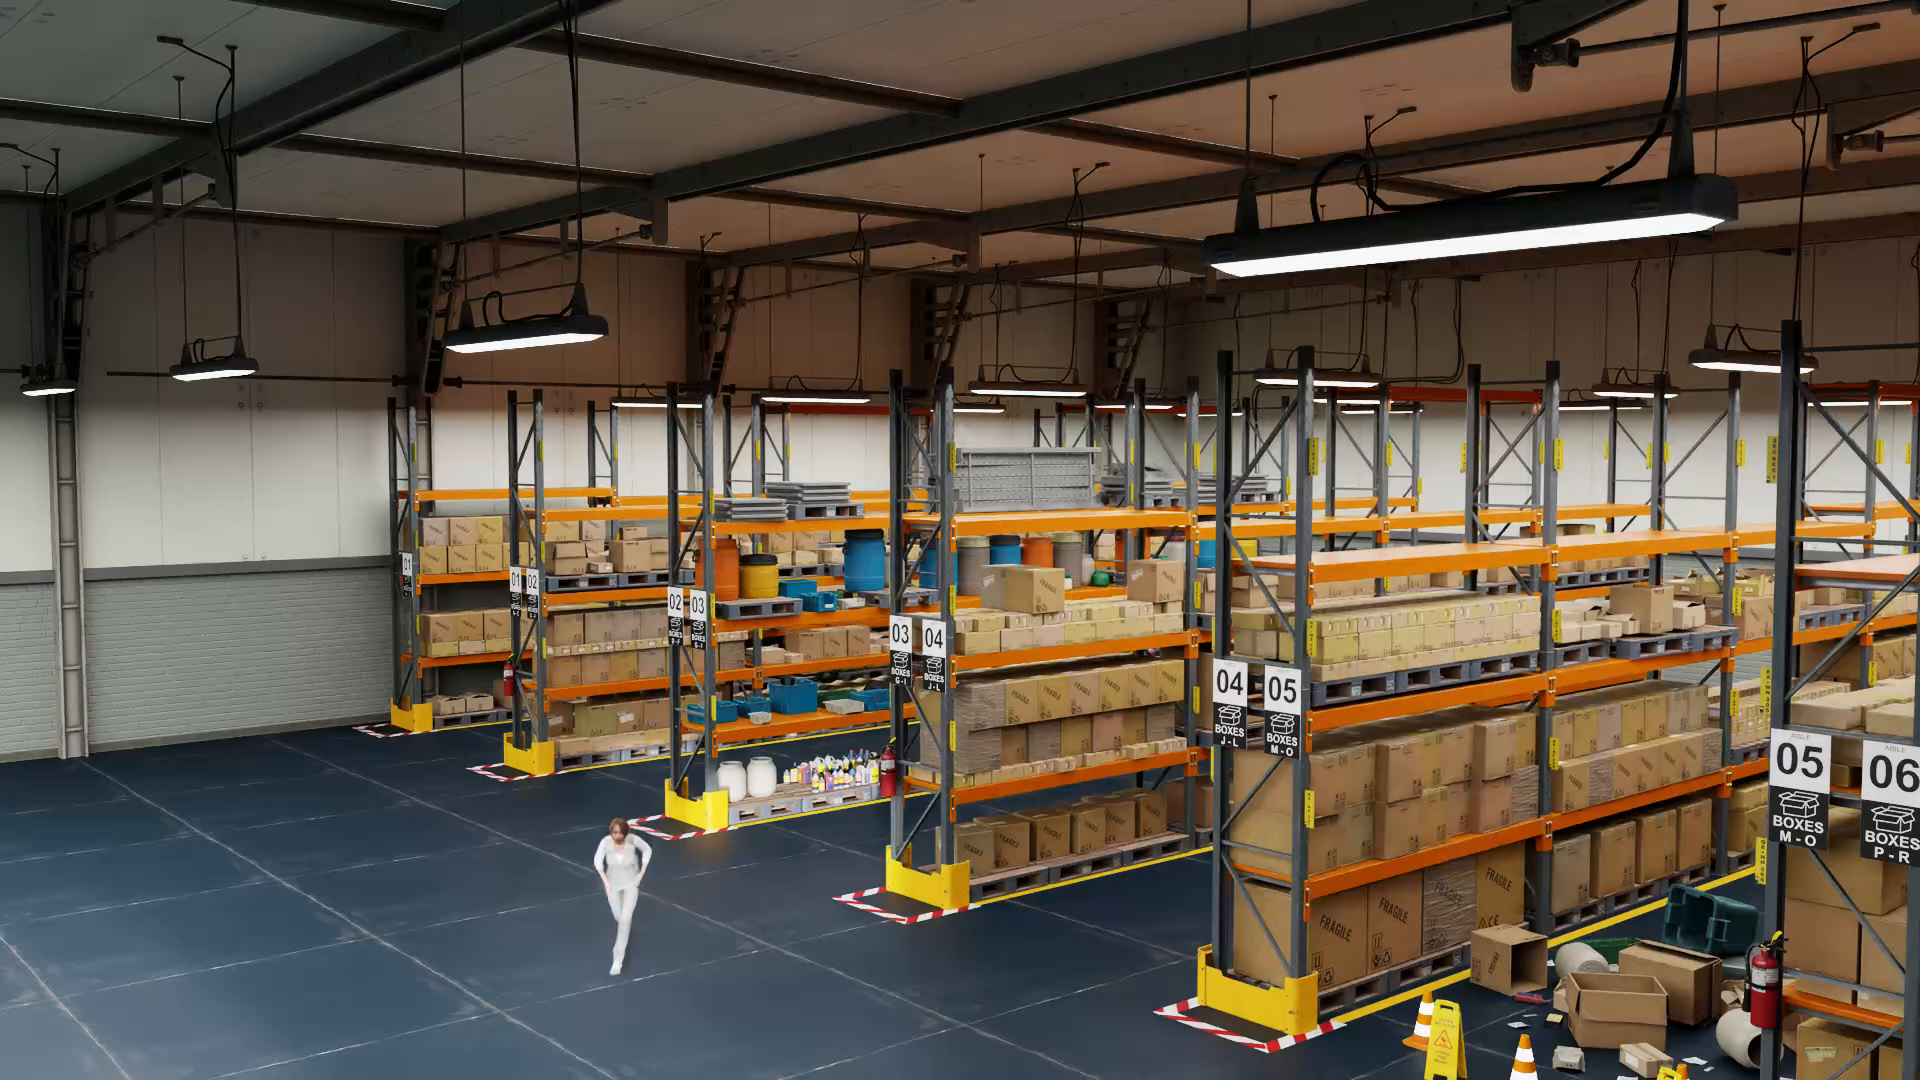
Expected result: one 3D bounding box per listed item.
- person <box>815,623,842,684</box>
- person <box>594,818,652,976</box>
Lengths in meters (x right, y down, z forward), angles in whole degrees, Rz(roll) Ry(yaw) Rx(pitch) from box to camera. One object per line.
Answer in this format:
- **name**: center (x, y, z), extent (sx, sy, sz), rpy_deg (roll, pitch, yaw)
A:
- **person**: center (-2.553, 2.366, 32.810), extent (0.799, 1.850, 0.620), rpy_deg (-3, 5, -42)
- **person**: center (-3.345, 3.453, 16.531), extent (0.559, 1.549, 0.896), rpy_deg (-1, 3, -10)
